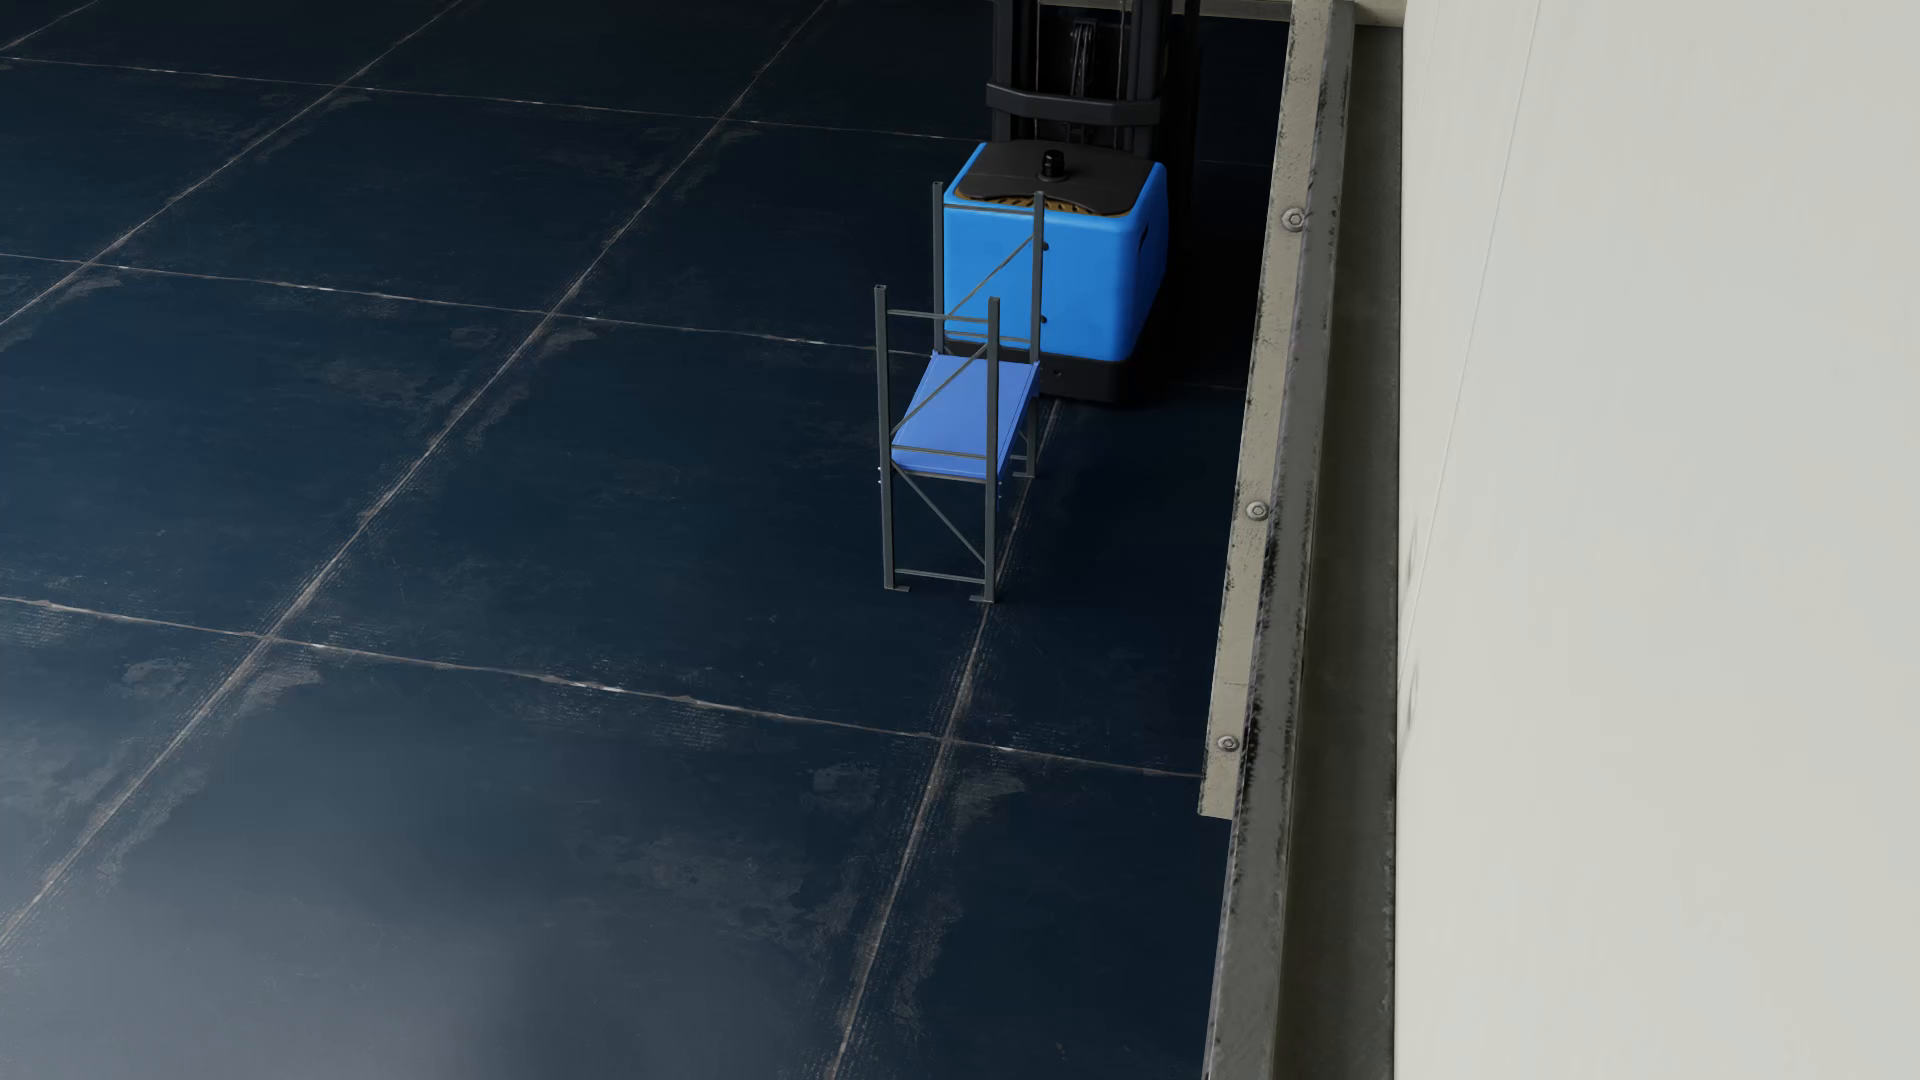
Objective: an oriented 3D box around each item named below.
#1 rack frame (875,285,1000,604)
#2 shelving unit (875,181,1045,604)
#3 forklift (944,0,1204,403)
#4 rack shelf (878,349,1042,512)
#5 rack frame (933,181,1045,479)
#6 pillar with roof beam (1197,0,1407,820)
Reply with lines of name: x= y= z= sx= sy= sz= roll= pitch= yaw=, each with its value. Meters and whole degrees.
rack frame: x=-0.090 y=-0.365 z=6.975 sx=0.500 sy=1.500 sz=0.032 roll=7 pitch=37 yaw=10
shelving unit: x=0.018 y=-0.656 z=7.377 sx=0.538 sy=1.500 sz=1.048 roll=7 pitch=37 yaw=10
forklift: x=0.782 y=-2.759 z=9.060 sx=1.130 sy=2.935 sz=3.031 roll=10 pitch=37 yaw=13
rack shelf: x=0.018 y=-0.511 z=7.483 sx=0.538 sy=0.185 sz=1.000 roll=7 pitch=37 yaw=10
rack frame: x=0.127 y=-0.948 z=7.779 sx=0.500 sy=1.500 sz=0.032 roll=7 pitch=37 yaw=10
pillar with roof beam: x=-3.111 y=-3.237 z=4.548 sx=9.100 sy=9.000 sz=0.400 roll=7 pitch=37 yaw=10
